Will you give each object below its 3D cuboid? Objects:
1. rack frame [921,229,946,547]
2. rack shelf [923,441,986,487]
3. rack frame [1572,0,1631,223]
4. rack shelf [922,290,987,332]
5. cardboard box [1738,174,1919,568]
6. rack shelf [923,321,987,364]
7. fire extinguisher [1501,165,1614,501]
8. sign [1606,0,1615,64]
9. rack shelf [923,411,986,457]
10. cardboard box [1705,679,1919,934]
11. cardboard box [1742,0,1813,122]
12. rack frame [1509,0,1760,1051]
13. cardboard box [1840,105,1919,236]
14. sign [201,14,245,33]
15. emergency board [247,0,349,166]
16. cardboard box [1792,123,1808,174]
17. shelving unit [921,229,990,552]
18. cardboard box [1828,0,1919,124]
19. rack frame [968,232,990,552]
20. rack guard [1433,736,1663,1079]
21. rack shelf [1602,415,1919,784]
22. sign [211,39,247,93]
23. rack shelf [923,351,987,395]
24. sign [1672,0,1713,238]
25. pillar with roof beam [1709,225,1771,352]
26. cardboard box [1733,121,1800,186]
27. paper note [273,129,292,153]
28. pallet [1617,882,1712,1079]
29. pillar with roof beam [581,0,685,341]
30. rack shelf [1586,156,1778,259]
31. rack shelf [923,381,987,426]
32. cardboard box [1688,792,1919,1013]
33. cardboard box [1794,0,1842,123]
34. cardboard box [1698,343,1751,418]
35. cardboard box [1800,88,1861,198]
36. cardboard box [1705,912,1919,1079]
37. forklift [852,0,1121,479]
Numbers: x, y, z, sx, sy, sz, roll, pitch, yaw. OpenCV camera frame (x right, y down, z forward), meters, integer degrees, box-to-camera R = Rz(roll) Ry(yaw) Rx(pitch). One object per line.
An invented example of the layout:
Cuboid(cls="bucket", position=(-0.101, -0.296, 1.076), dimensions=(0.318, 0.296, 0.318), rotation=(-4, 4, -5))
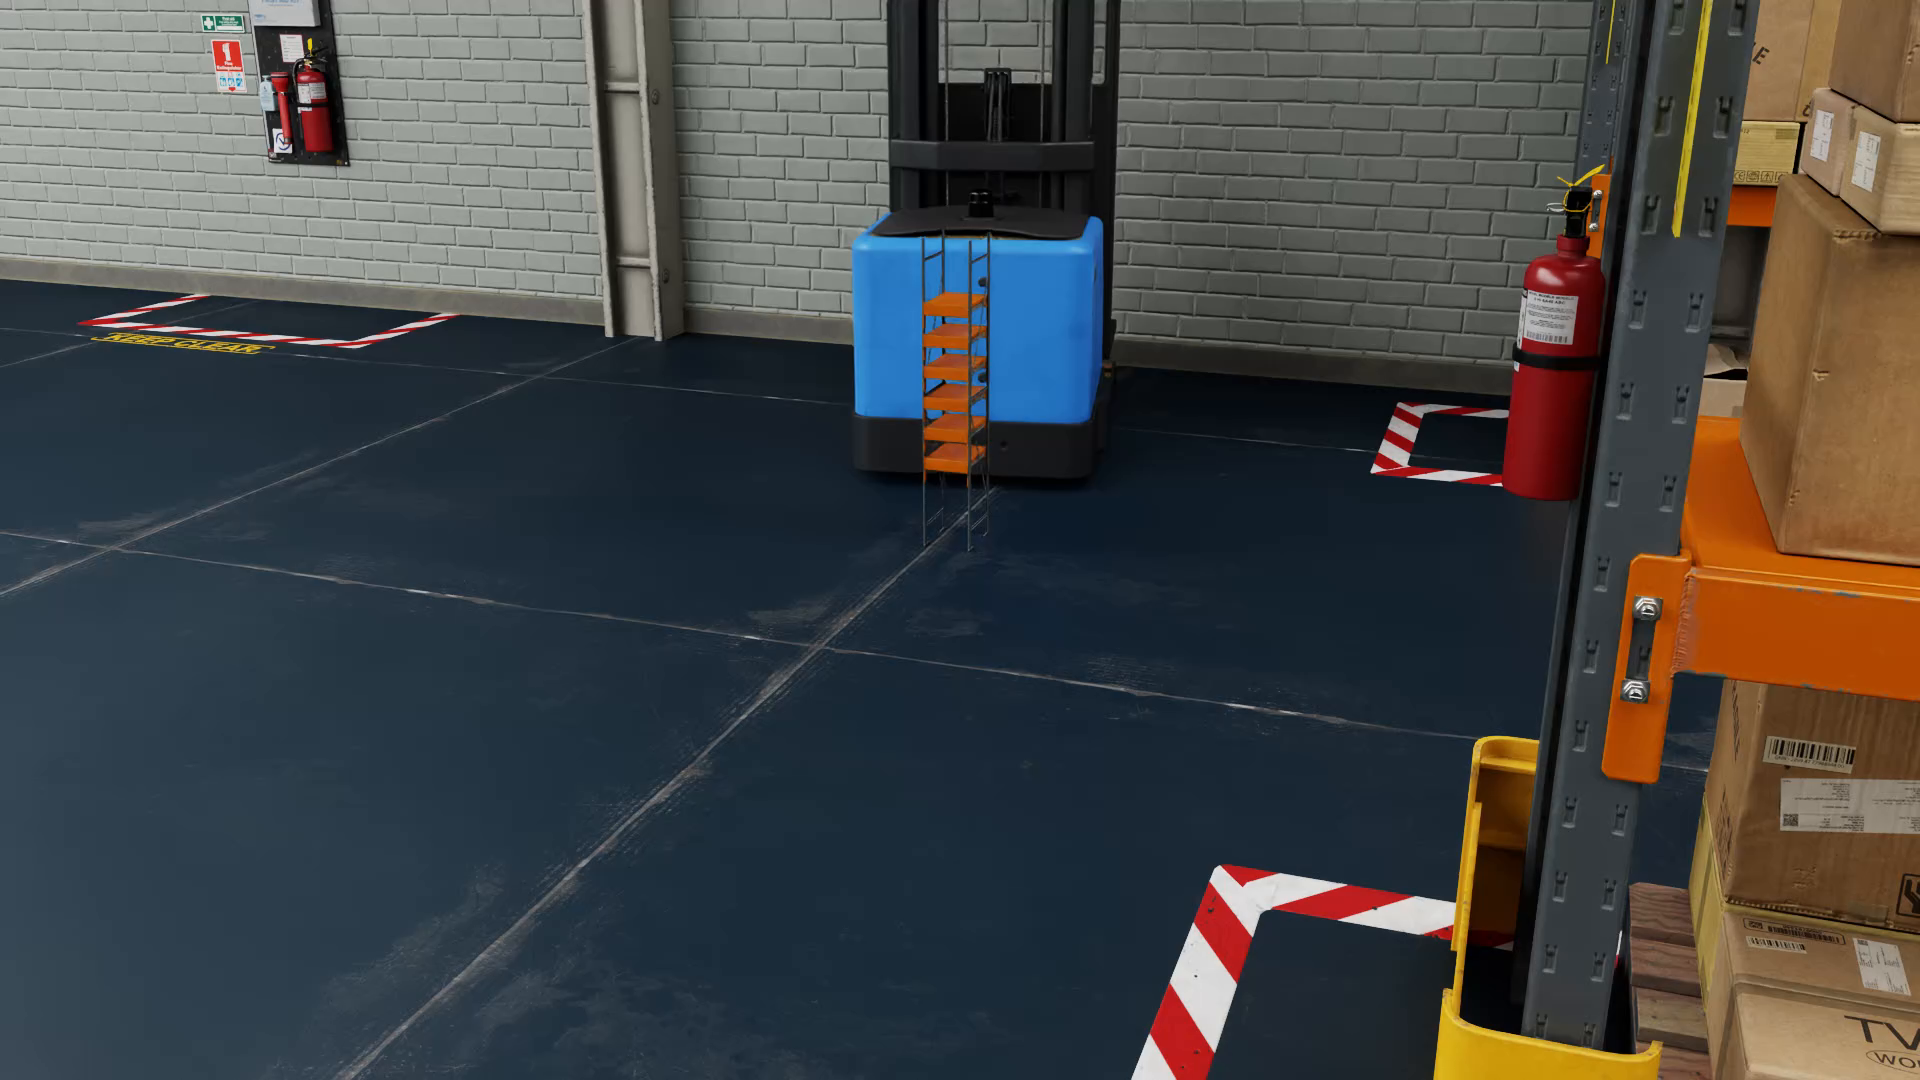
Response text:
Cuboid(cls="rack frame", position=(-0.100, -0.578, 6.412), dimensions=(0.006, 1.200, 0.240), rotation=(7, 20, 18))
Cuboid(cls="rack shelf", position=(-0.014, -0.300, 6.477), dimensions=(0.180, 0.103, 0.258), rotation=(7, 20, 18))
Cuboid(cls="rack frame", position=(2.795, -1.843, 7.305), dimensions=(0.127, 3.000, 1.000), rotation=(7, 20, 18))
Cuboid(cls="rack shelf", position=(-0.014, -0.866, 6.279), dimensions=(0.180, 0.103, 0.258), rotation=(7, 20, 18))
Cuboid(cls="cardboard box", position=(1.610, -0.295, 2.713), dimensions=(0.500, 0.500, 0.700), rotation=(7, 20, 18))
Cuboid(cls="rack shelf", position=(-0.014, -0.753, 6.319), dimensions=(0.180, 0.103, 0.258), rotation=(7, 20, 18))
Cuboid(cls="fire extinguisher", position=(1.214, -0.423, 3.349), dimensions=(0.183, 0.674, 0.296), rotation=(7, 20, 18))
Cuboid(cls="sign", position=(2.617, -2.083, 6.679), dimensions=(0.005, 0.325, 0.100), rotation=(7, 20, 18))
Cuboid(cls="rack shelf", position=(-0.014, -0.413, 6.437), dimensions=(0.180, 0.103, 0.258), rotation=(7, 20, 18))
Cuboid(cls="cardboard box", position=(1.777, 0.409, 3.245), dimensions=(0.500, 0.500, 0.500), rotation=(7, 20, 18))
Cuboid(cls="cardboard box", position=(3.147, -1.990, 6.787), dimensions=(0.500, 0.500, 0.500), rotation=(7, 20, 18))
Cuboid(cls="rack frame", position=(1.173, -0.302, 2.885), dimensions=(0.127, 3.000, 1.000), rotation=(7, 20, 18))
Cuboid(cls="cardboard box", position=(1.473, -0.546, 2.448), dimensions=(0.250, 0.149, 0.380), rotation=(6, 20, 18))
Cuboid(cls="sign", position=(-4.736, -3.318, 10.680), dimensions=(0.331, 0.109, 0.001), rotation=(7, 20, 18))
Cuboid(cls="emergency board", position=(-4.249, -2.963, 10.519), dimensions=(0.643, 1.169, 0.194), rotation=(7, 20, 18))
Cuboid(cls="cardboard box", position=(3.647, -1.578, 6.744), dimensions=(0.500, 0.250, 0.500), rotation=(6, 20, 16))
Cuboid(cls="shelving unit", position=(-0.014, -0.568, 6.383), dimensions=(0.189, 1.200, 0.258), rotation=(7, 20, 18))
Cuboid(cls="cardboard box", position=(1.660, -0.902, 2.483), dimensions=(0.500, 0.500, 0.700), rotation=(7, 20, 18))
Cuboid(cls="rack frame", position=(0.073, -0.558, 6.355), dimensions=(0.006, 1.200, 0.240), rotation=(7, 20, 18))
Cuboid(cls="rack guard", position=(1.150, 0.876, 3.304), dimensions=(0.348, 0.500, 1.175), rotation=(7, 20, 18))
Cuboid(cls="rack shelf", position=(3.062, 0.254, 2.384), dimensions=(4.000, 0.370, 1.077), rotation=(7, 20, 18))
Cuboid(cls="sign", position=(-4.738, -3.071, 10.776), dimensions=(0.234, 0.329, 0.001), rotation=(7, 20, 18))
Cuboid(cls="rack shelf", position=(-0.014, -0.639, 6.358), dimensions=(0.180, 0.103, 0.258), rotation=(7, 20, 18))
Cuboid(cls="sign", position=(0.985, -0.576, 2.237), dimensions=(0.005, 0.325, 0.100), rotation=(7, 20, 18))
Cuboid(cls="pillar with roof beam", position=(2.327, -3.530, 3.032), dimensions=(0.400, 9.000, 9.100), rotation=(7, 20, 18))
Cuboid(cls="cardboard box", position=(3.152, -1.630, 6.892), dimensions=(0.500, 0.250, 0.500), rotation=(6, 20, 16))
Cuboid(cls="paper note", position=(-4.394, -2.587, 10.780), dimensions=(0.142, 0.148, 0.016), rotation=(7, 20, 18))
Cuboid(cls="pallet", position=(1.909, 1.084, 3.145), dimensions=(1.213, 0.211, 1.003), rotation=(7, 20, 18))
Cuboid(cls="pillar with roof beam", position=(-3.340, -4.178, 4.892), dimensions=(0.400, 9.000, 9.100), rotation=(7, 20, 18))
Cuboid(cls="rack shelf", position=(4.684, -1.287, 6.804), dimensions=(4.000, 0.370, 1.077), rotation=(7, 20, 18))
Cuboid(cls="rack shelf", position=(-0.014, -0.526, 6.398), dimensions=(0.180, 0.103, 0.258), rotation=(7, 20, 18))
Cuboid(cls="cardboard box", position=(1.776, 0.764, 3.366), dimensions=(0.500, 0.250, 0.500), rotation=(7, 20, 18))
Cuboid(cls="cardboard box", position=(3.611, -1.934, 6.625), dimensions=(0.500, 0.500, 0.500), rotation=(7, 20, 18))
Cuboid(cls="cardboard box", position=(3.419, -0.678, 7.381), dimensions=(0.500, 0.311, 0.500), rotation=(4, 20, 12))
Cuboid(cls="cardboard box", position=(1.596, -0.673, 2.814), dimensions=(0.250, 0.149, 0.380), rotation=(6, 20, 17))
Cuboid(cls="cardboard box", position=(1.607, 0.925, 2.904), dimensions=(0.500, 0.250, 0.500), rotation=(7, 20, 18))
Cuboid(cls="forklift", position=(0.235, -2.089, 8.117), dimensions=(1.130, 2.935, 3.031), rotation=(2, 19, 7))
